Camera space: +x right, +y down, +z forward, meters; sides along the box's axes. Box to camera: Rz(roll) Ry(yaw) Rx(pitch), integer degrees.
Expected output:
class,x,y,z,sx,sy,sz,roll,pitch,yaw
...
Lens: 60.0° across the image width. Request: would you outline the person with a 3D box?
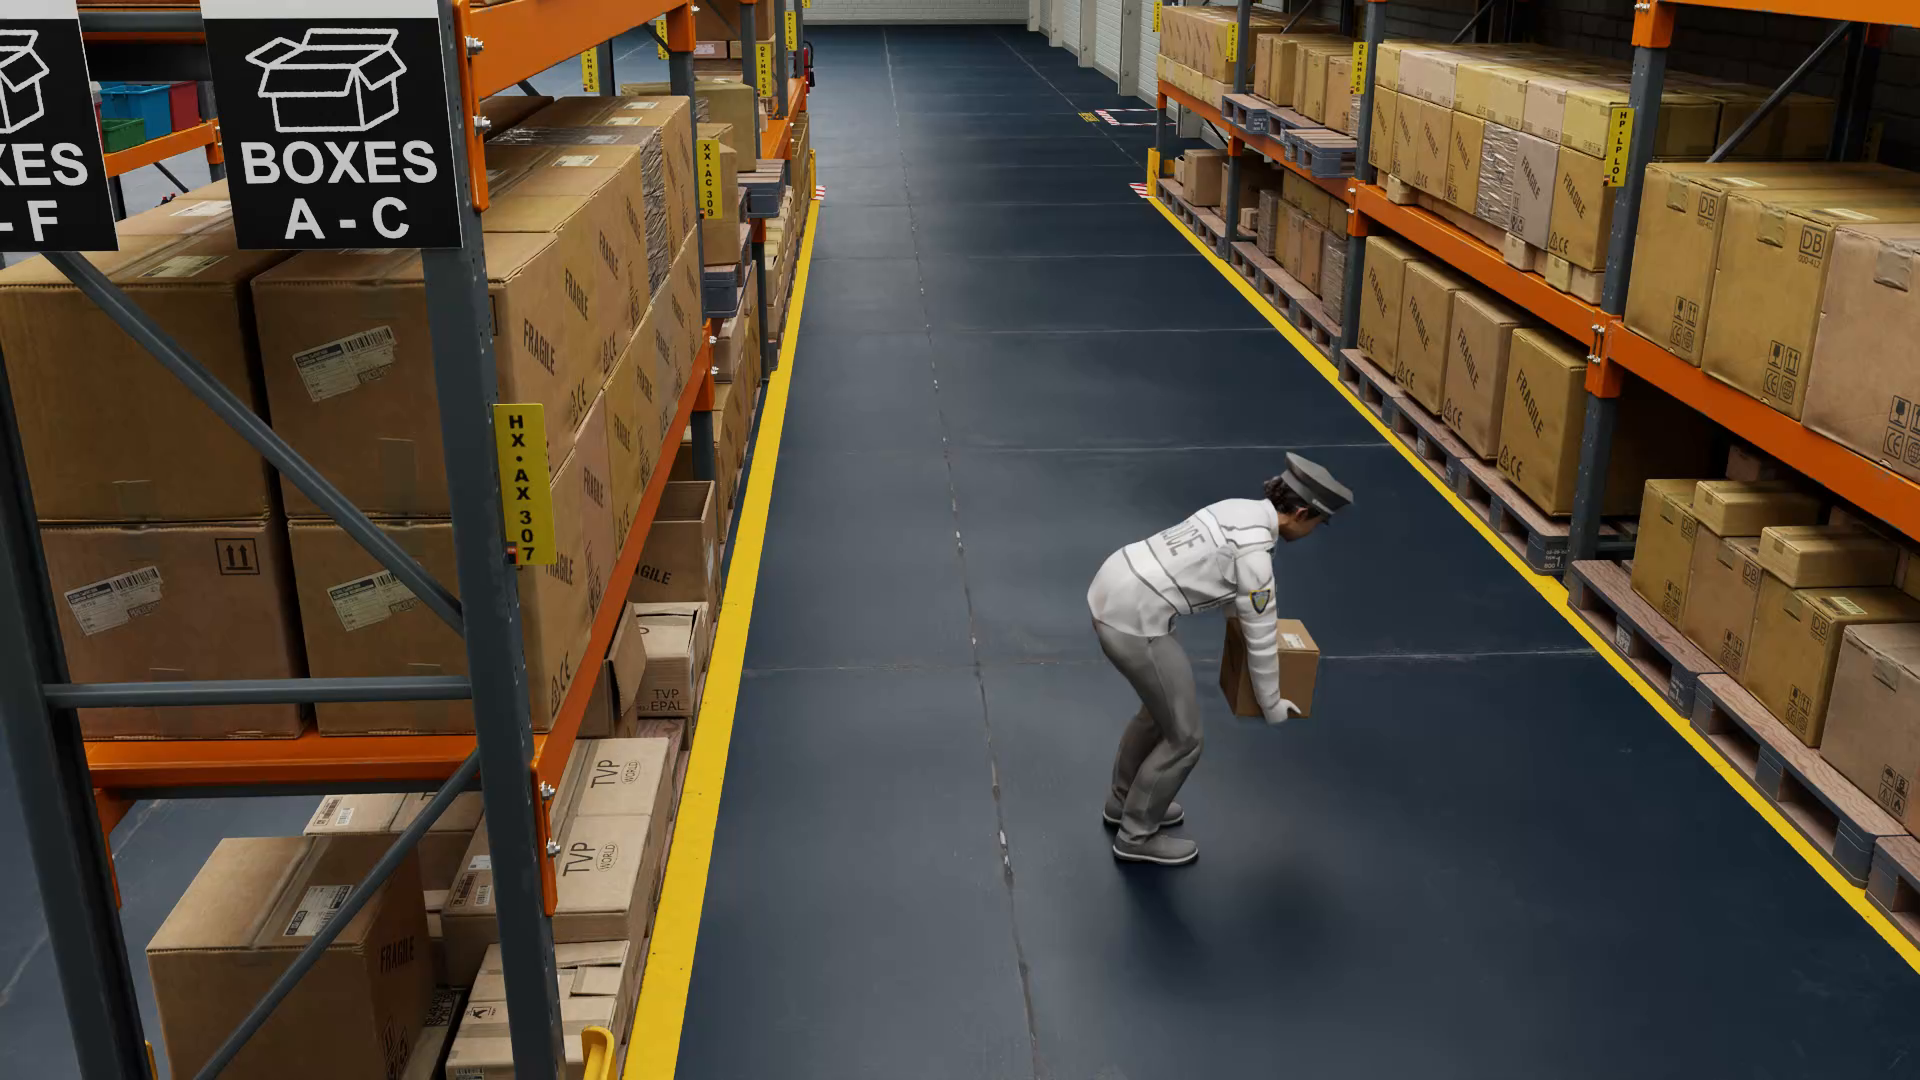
class,x,y,z,sx,sy,sz,roll,pitch,yaw
person,0.840,0.384,5.494,0.848,1.359,0.423,-2,21,-5
